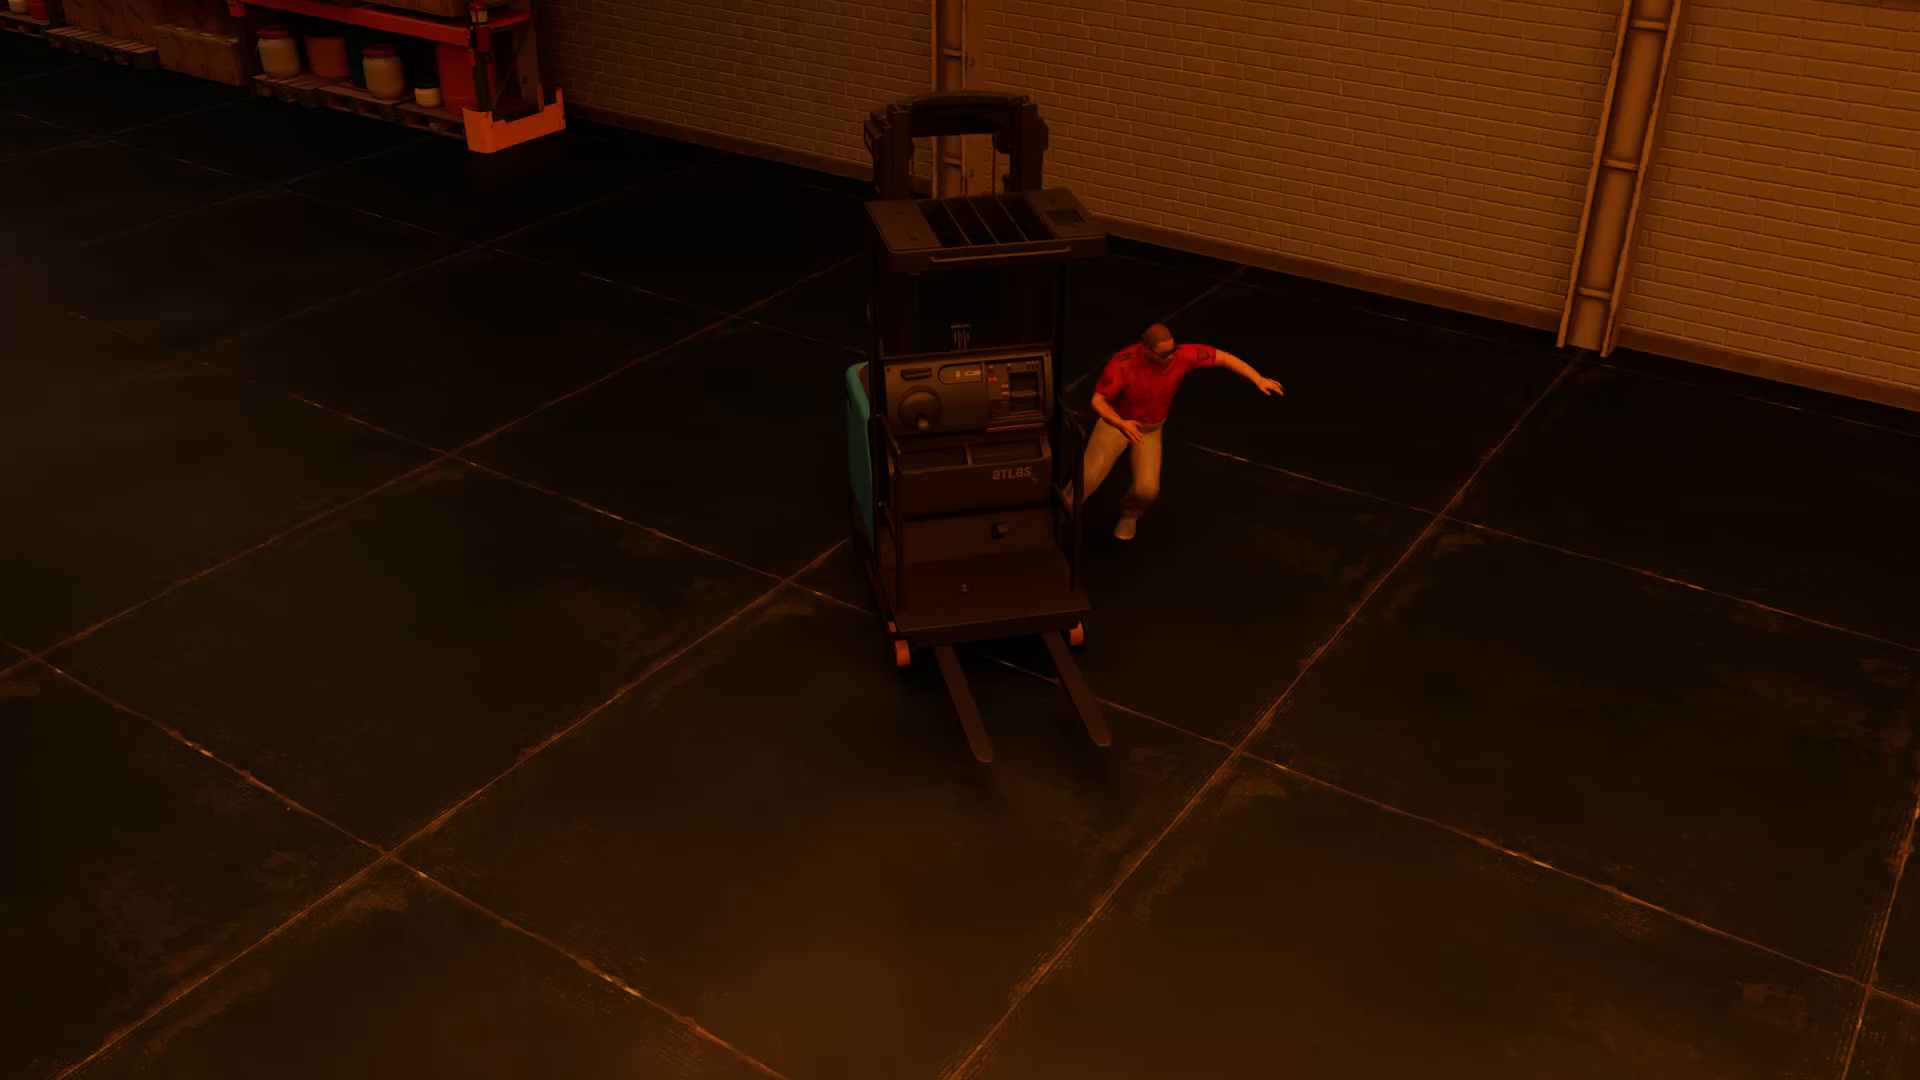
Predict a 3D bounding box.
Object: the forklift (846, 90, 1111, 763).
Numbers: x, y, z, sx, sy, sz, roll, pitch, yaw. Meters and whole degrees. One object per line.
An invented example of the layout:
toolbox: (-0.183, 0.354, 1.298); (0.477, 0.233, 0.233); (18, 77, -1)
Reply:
forklift: (0.100, -0.759, 8.888); (1.130, 2.935, 3.031); (-6, 31, -11)

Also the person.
person: (1.099, -0.628, 10.139); (1.562, 1.465, 0.793); (-7, 31, -12)
